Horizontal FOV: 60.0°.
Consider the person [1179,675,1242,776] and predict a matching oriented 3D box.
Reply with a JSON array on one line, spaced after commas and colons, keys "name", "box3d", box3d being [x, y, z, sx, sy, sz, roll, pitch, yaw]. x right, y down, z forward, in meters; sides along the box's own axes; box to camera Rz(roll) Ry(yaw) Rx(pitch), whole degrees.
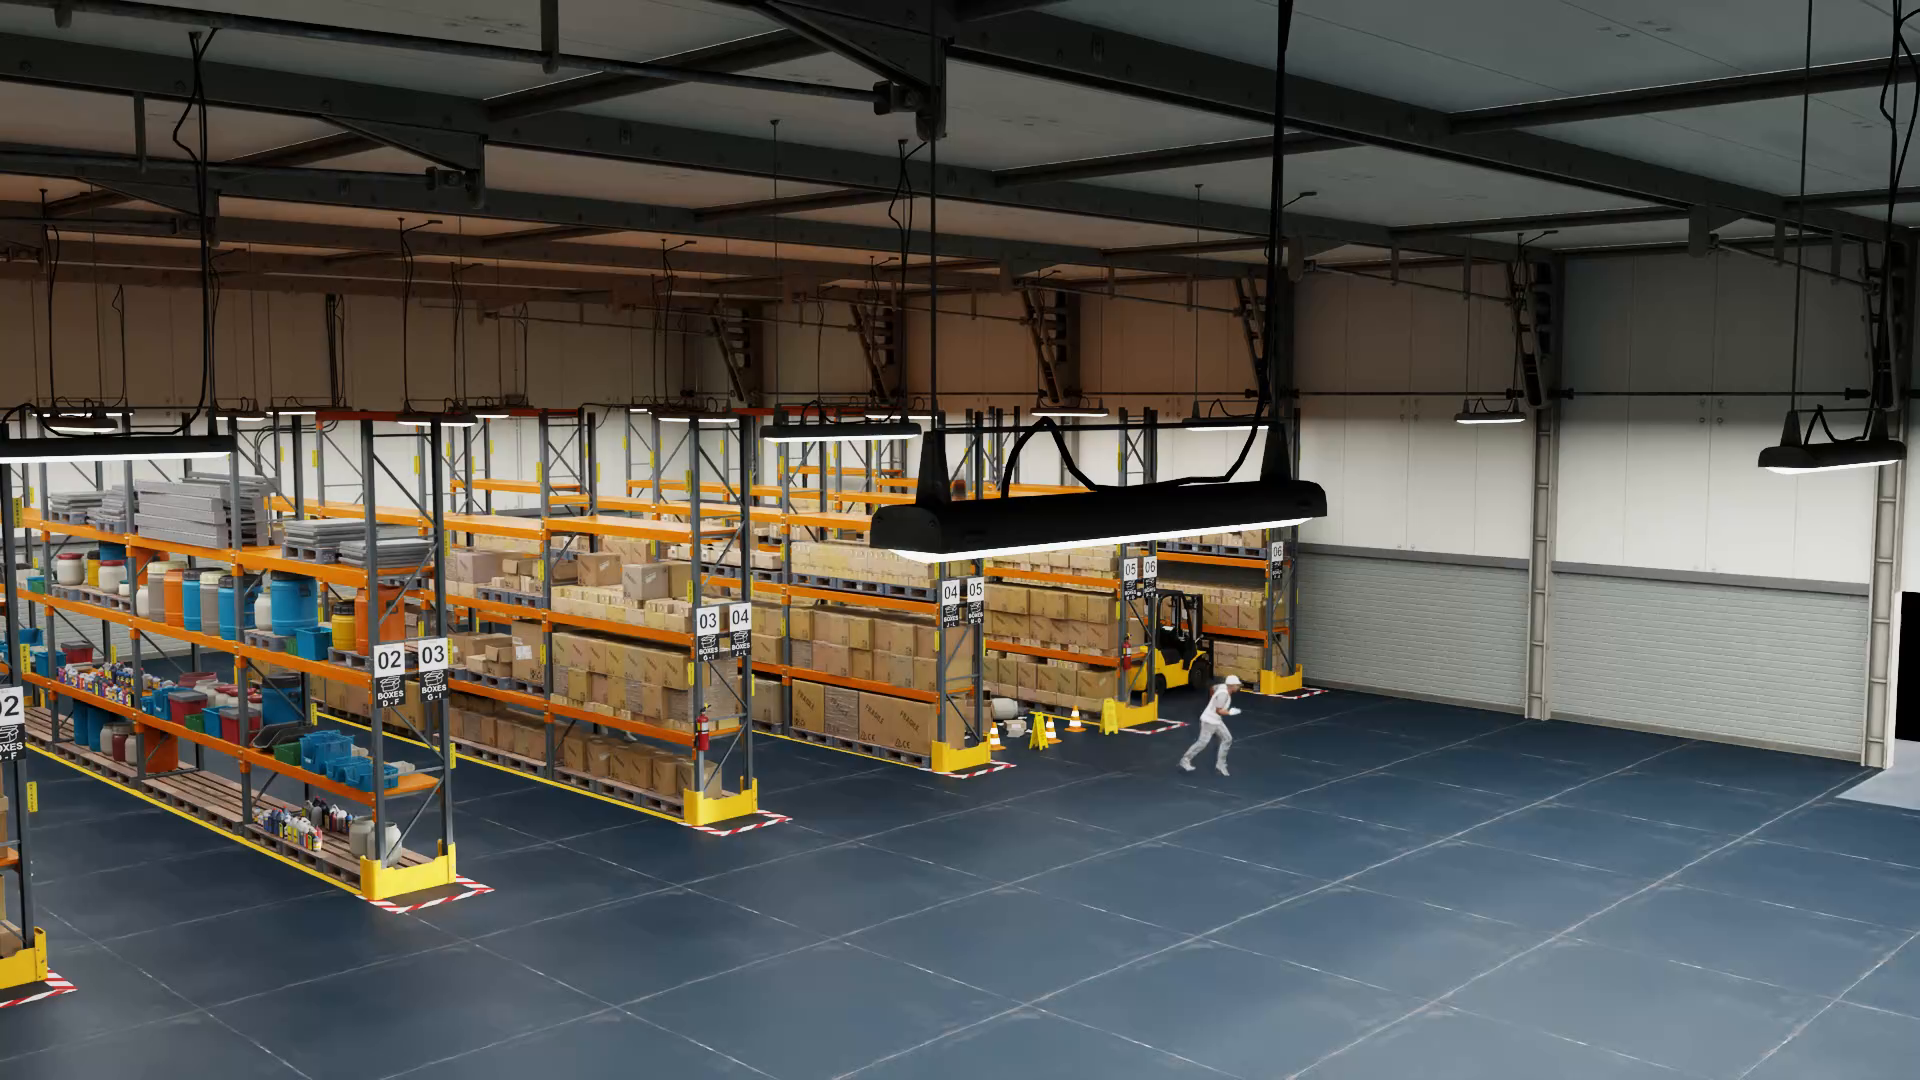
[{"name": "person", "box3d": [4.158, 3.080, 27.595, 1.013, 1.721, 0.727, 1, 5, 13]}]

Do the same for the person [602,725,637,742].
[{"name": "person", "box3d": [-6.223, 2.772, 30.333, 0.794, 1.775, 0.683, 3, 6, 30]}]
